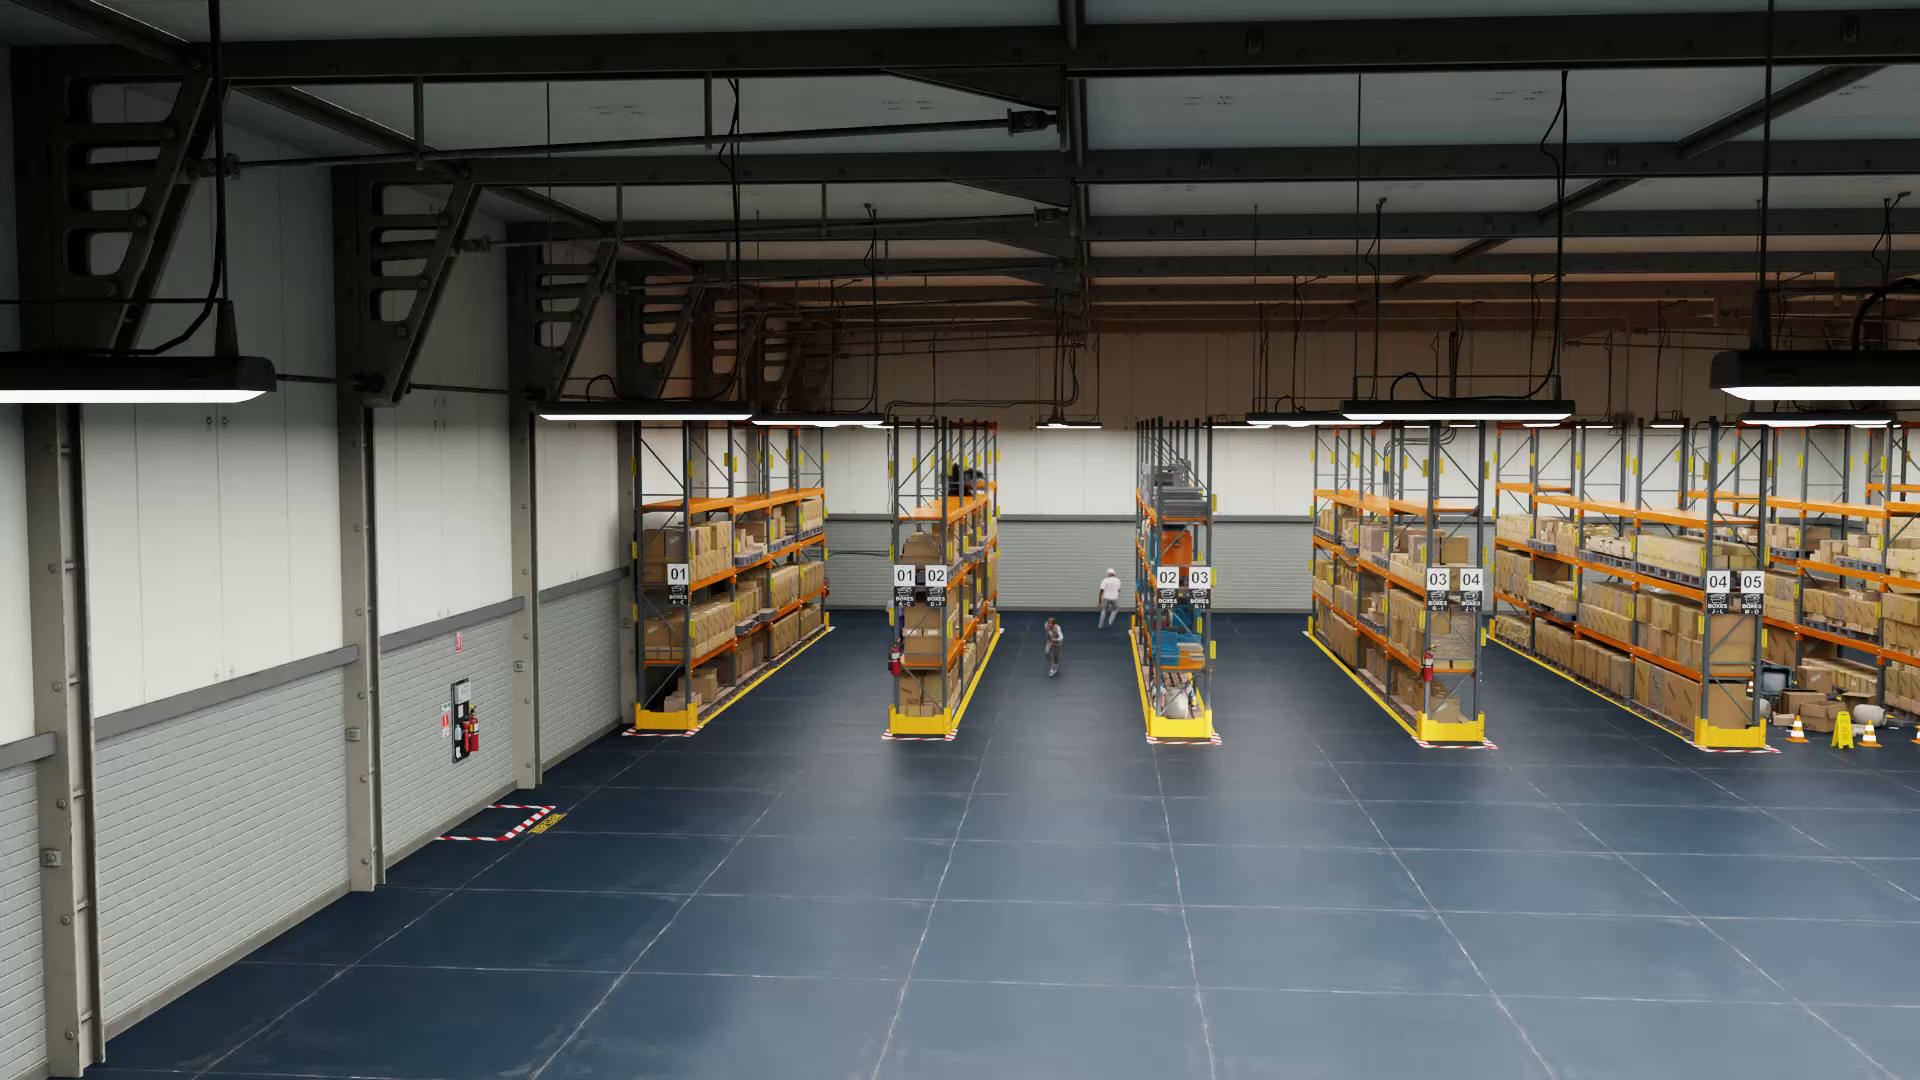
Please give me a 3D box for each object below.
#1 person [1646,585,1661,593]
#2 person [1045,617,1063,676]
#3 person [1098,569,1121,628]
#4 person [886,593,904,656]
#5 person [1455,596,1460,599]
[{"bbox_3d":[20.607,1.689,49.221,0.688,1.701,0.625,0,4,-8],"label":"person"},{"bbox_3d":[2.243,2.483,39.267,0.529,1.378,1.043,1,4,18],"label":"person"},{"bbox_3d":[4.336,1.698,48.210,0.664,1.747,0.437,1,4,13],"label":"person"},{"bbox_3d":[-1.591,2.113,42.842,0.601,1.689,0.901,1,4,11],"label":"person"},{"bbox_3d":[14.331,1.825,47.119,0.860,1.679,0.608,-3,5,-34],"label":"person"}]
